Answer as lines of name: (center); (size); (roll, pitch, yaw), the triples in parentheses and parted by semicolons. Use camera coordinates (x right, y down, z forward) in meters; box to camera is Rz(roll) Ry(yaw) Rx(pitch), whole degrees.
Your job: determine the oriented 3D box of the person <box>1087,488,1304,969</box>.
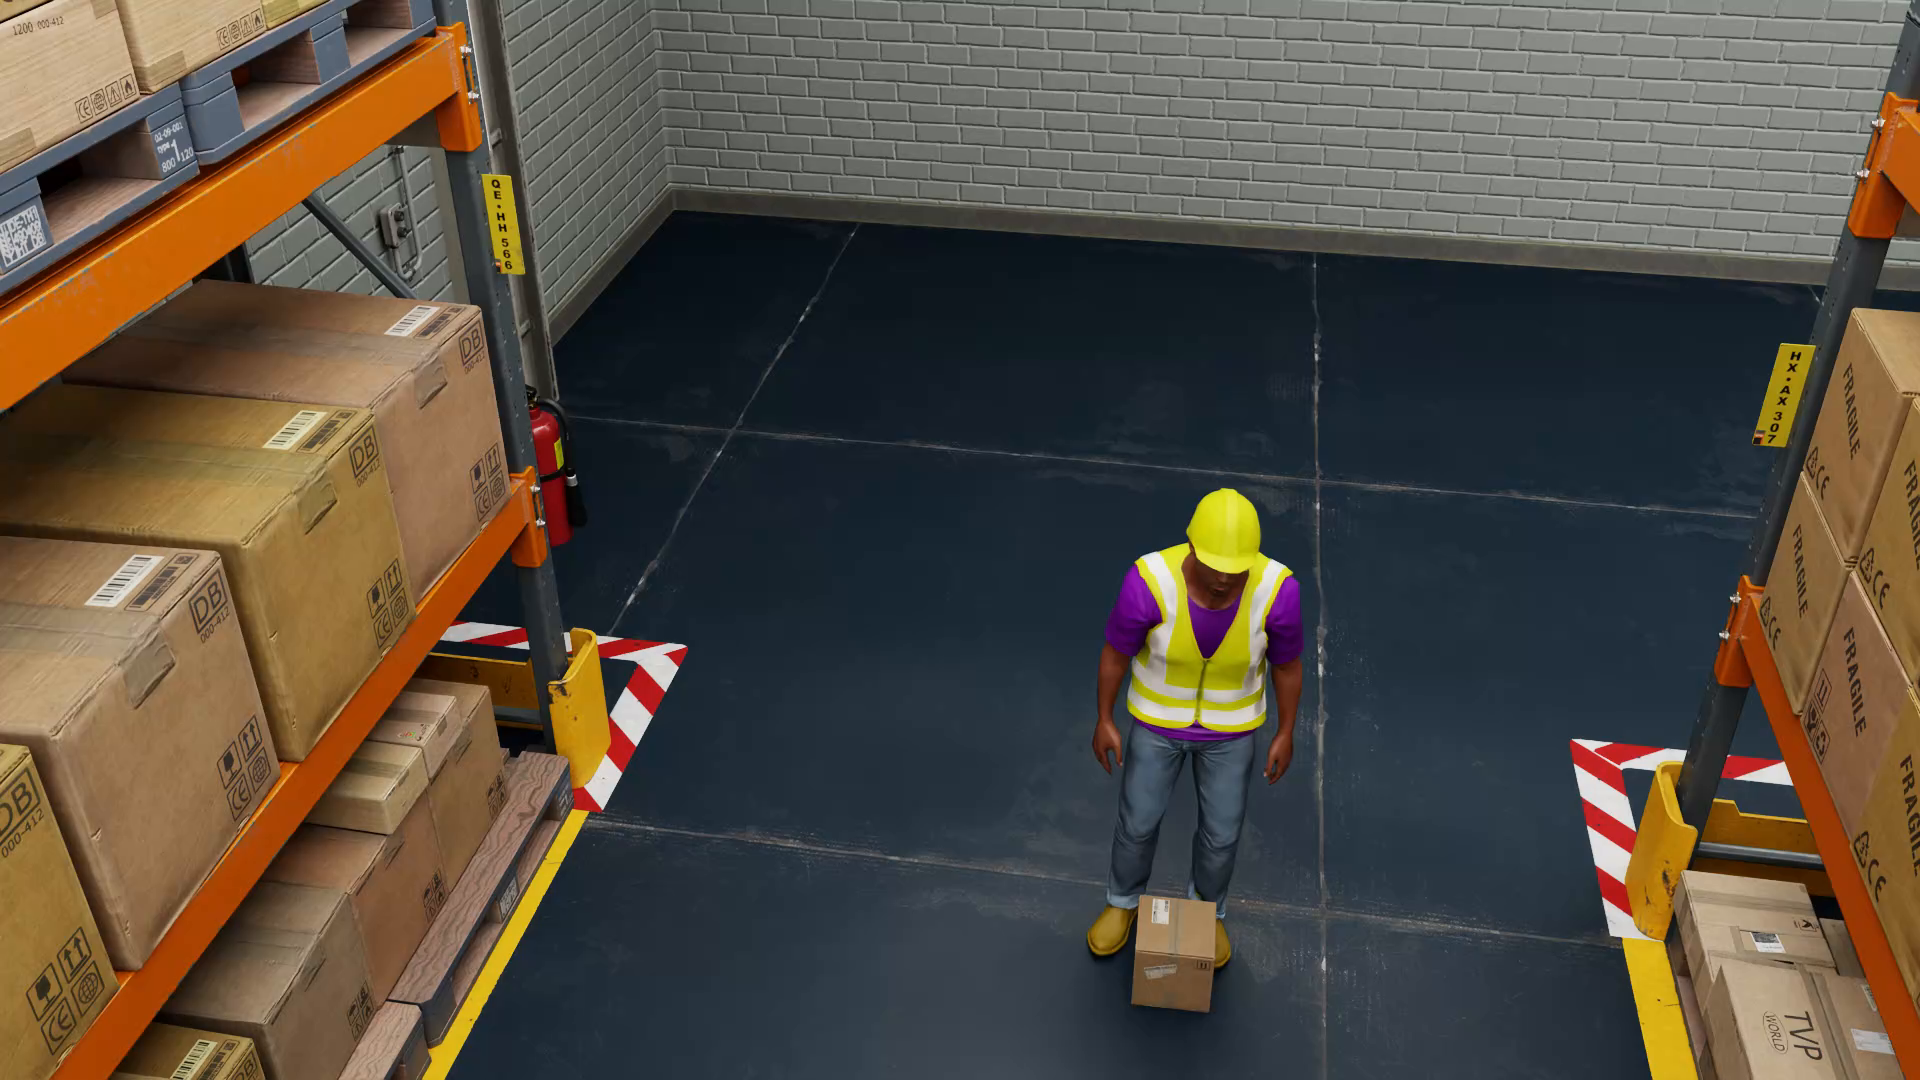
person: (0.733, 0.586, 5.190); (0.633, 1.759, 0.462); (3, 32, 5)
